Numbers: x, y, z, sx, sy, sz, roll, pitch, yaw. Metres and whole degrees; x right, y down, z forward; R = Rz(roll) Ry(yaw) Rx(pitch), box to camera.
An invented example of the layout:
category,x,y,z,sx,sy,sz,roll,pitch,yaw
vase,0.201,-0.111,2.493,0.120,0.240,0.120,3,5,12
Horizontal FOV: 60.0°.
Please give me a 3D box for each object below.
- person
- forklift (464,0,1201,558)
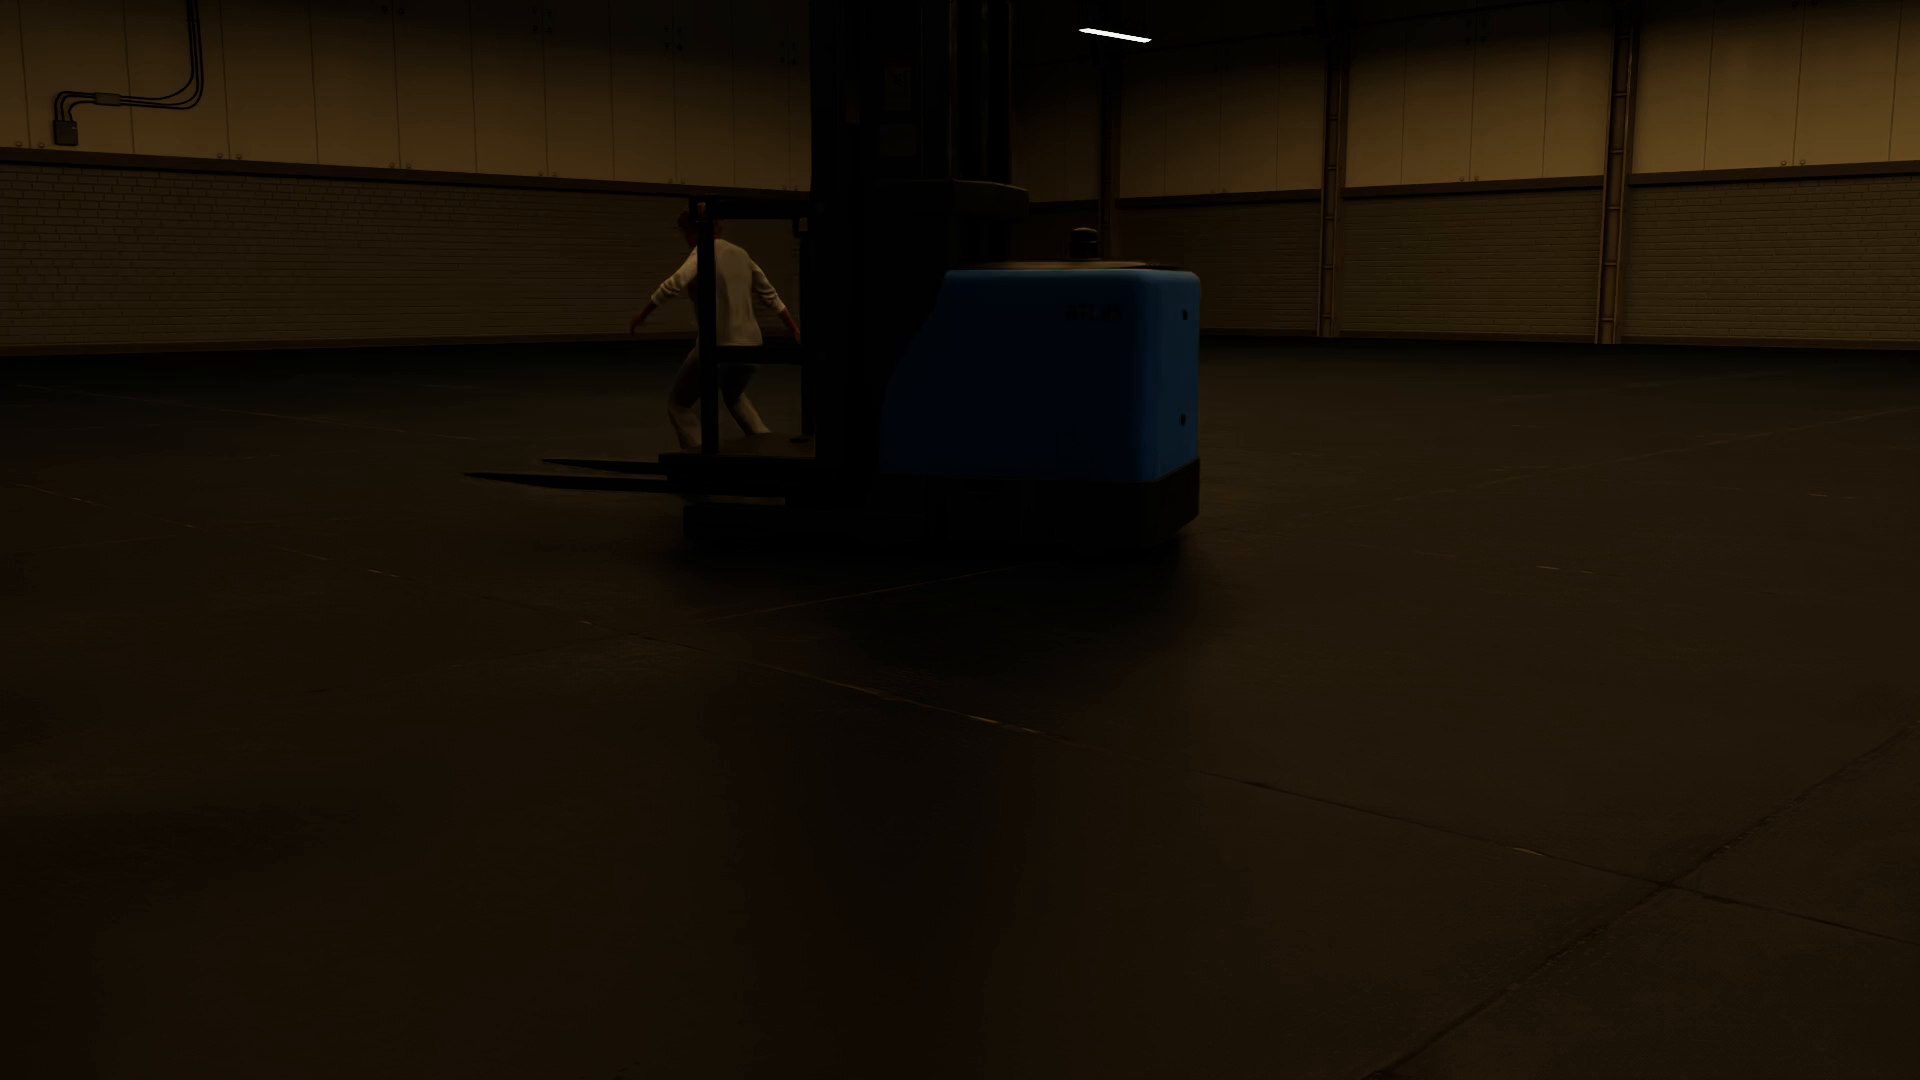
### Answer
category,x,y,z,sx,sy,sz,roll,pitch,yaw
person,-1.169,-0.937,8.338,0.492,1.497,0.875,7,11,41
forklift,-0.578,-1.490,6.768,3.031,2.935,1.130,3,9,18
